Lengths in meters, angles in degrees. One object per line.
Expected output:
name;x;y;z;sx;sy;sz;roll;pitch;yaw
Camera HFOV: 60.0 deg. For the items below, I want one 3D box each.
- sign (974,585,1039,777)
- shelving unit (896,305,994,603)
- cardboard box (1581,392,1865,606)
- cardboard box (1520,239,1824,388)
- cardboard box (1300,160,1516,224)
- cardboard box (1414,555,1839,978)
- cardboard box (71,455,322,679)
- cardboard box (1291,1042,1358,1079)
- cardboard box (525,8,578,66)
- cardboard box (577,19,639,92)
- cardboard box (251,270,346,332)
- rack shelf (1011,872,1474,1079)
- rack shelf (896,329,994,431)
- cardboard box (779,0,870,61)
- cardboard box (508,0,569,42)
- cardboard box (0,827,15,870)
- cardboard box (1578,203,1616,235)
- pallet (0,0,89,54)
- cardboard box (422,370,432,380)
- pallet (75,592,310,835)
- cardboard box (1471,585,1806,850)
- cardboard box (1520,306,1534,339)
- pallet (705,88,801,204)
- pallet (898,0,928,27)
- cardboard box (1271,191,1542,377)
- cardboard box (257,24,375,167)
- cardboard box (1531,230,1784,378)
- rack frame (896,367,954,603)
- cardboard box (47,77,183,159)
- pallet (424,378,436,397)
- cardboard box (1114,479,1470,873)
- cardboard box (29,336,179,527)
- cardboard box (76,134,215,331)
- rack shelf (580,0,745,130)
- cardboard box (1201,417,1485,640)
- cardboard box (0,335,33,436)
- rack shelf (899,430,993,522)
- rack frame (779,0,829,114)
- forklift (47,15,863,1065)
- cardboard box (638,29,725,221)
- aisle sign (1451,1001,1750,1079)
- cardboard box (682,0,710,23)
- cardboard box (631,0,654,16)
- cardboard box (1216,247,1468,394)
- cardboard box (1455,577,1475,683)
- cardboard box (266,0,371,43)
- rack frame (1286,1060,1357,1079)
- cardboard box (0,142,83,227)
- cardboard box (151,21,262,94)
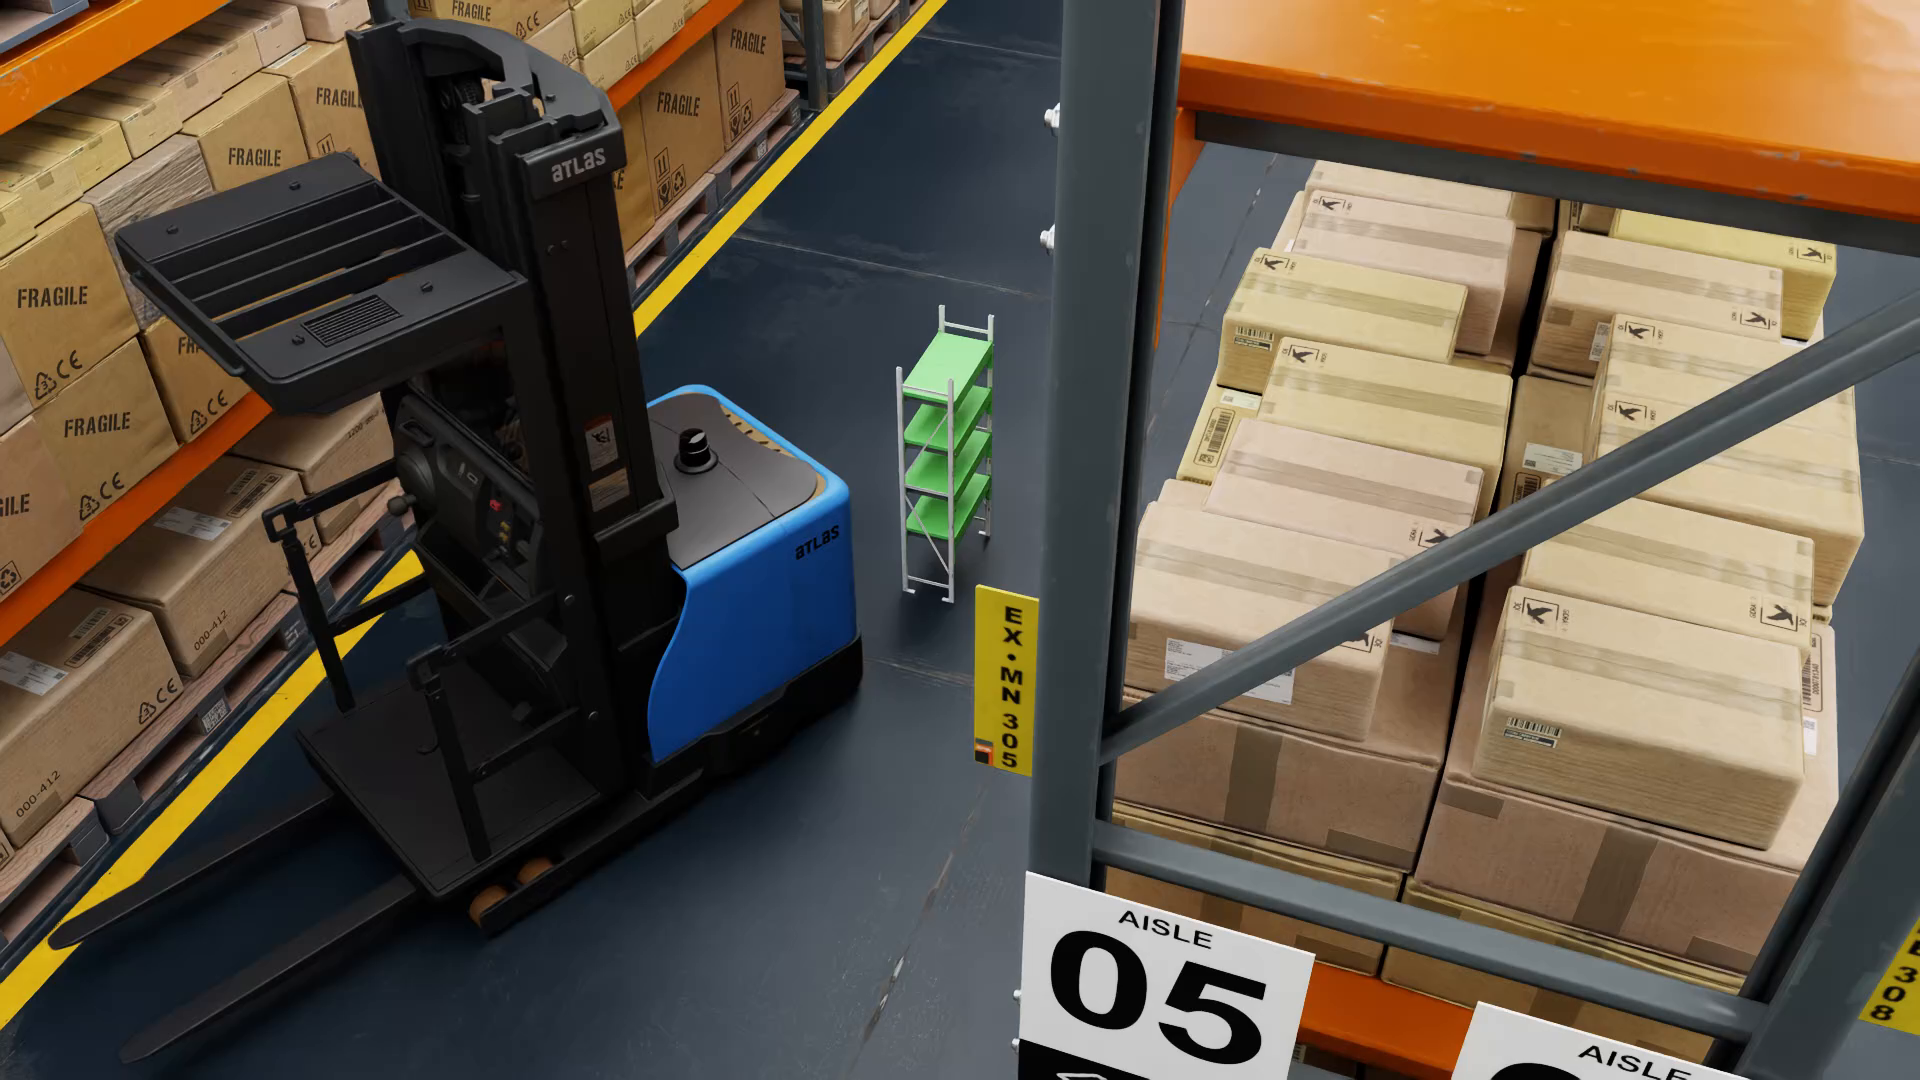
sign;0.067;0.191;2.175;0.100;0.325;0.005;13;42;15
shelving unit;-0.057;-0.355;7.196;0.258;1.200;0.503;13;42;15
cardboard box;1.172;-0.069;2.586;0.380;0.149;0.250;13;42;15
cardboard box;1.338;-0.304;3.168;0.500;0.250;0.500;14;42;16
cardboard box;0.887;-0.663;3.282;0.380;0.149;0.250;14;42;16
cardboard box;0.980;0.314;2.443;0.500;0.250;0.500;14;42;16
cardboard box;-3.358;0.048;6.987;0.875;0.438;0.875;12;42;14
cardboard box;0.505;0.939;3.216;0.500;0.500;0.500;12;42;14
cardboard box;-2.169;-2.335;7.860;0.500;0.250;0.500;14;42;16
cardboard box;-1.972;-2.450;8.379;0.500;0.250;0.500;13;42;15
cardboard box;-2.826;-1.055;6.553;0.500;0.500;0.500;12;42;14
rack shelf;1.266;-0.283;3.967;1.077;0.370;4.000;13;42;15
rack shelf;-0.057;-0.672;6.926;0.258;0.148;0.480;13;42;15
cardboard box;-1.166;-3.614;11.330;0.950;0.372;0.625;11;42;12
cardboard box;-2.168;-2.611;7.606;0.500;0.500;0.500;13;42;15
cardboard box;-3.973;1.158;5.686;0.875;0.438;0.875;12;42;14
cardboard box;1.465;-0.709;3.336;0.380;0.149;0.250;15;43;17
pallet;-3.445;-1.541;4.956;1.003;0.211;1.213;13;42;15
cardboard box;-2.600;-1.419;8.370;0.875;0.875;0.875;15;43;16
pallet;-3.486;0.582;6.859;1.003;0.211;1.213;13;42;15
cardboard box;0.907;0.232;2.233;0.380;0.149;0.250;13;42;15
cardboard box;1.510;-0.446;3.720;0.500;0.250;0.500;13;42;15
pallet;-1.709;-2.587;10.573;1.003;0.211;1.213;13;42;15
pallet;-0.681;-4.269;12.544;1.003;0.211;1.213;13;42;15
cardboard box;0.852;-0.431;3.317;0.500;0.250;0.500;14;42;16
cardboard box;-2.638;-1.741;6.586;0.500;0.500;0.500;13;42;15
cardboard box;1.245;-0.398;2.971;0.380;0.149;0.250;14;43;16
rack frame;-0.140;-0.207;7.021;0.240;1.200;0.015;13;42;15
cardboard box;-2.951;-1.473;5.772;0.380;0.149;0.250;13;42;15
pallet;-2.544;-1.099;8.829;1.003;0.211;1.213;13;42;15
cardboard box;0.500;0.193;2.586;0.500;0.250;0.500;12;42;14
cardboard box;-3.177;-0.430;5.819;0.500;0.500;0.500;15;43;17
cardboard box;-2.985;-1.121;5.859;0.500;0.500;0.500;14;42;16
rack shelf;-2.053;-2.618;9.016;1.077;0.370;4.000;13;42;15
cardboard box;0.576;-0.023;2.531;0.380;0.149;0.250;14;42;16
cardboard box;-3.334;-0.513;5.146;0.500;0.500;0.500;13;42;15
rack shelf;-0.057;-0.307;7.237;0.258;0.148;0.480;13;42;15
rack frame;-1.369;-4.112;10.212;1.000;3.000;0.127;13;42;15
forklift;-1.823;-0.080;5.539;3.031;2.935;1.130;-31;49;-31
cardboard box;-1.992;-2.517;9.656;0.875;0.875;0.875;14;42;16
aisle sign;0.839;0.927;2.303;0.394;0.787;0.004;13;42;15
cardboard box;-1.645;-3.070;9.106;0.500;0.250;0.500;13;42;15
cardboard box;-1.801;-2.946;8.576;0.500;0.250;0.500;12;42;14
cardboard box;0.671;-0.360;2.926;0.380;0.149;0.250;14;42;16
cardboard box;1.160;0.183;2.982;0.500;0.250;0.500;15;43;16
cardboard box;-2.543;-2.079;6.482;0.380;0.149;0.250;12;42;14
rack frame;0.582;1.805;3.277;1.000;3.000;0.127;13;42;15
cardboard box;-3.109;-1.160;5.405;0.380;0.149;0.250;13;42;15
cardboard box;-2.829;-1.792;6.146;0.380;0.149;0.250;13;42;15
